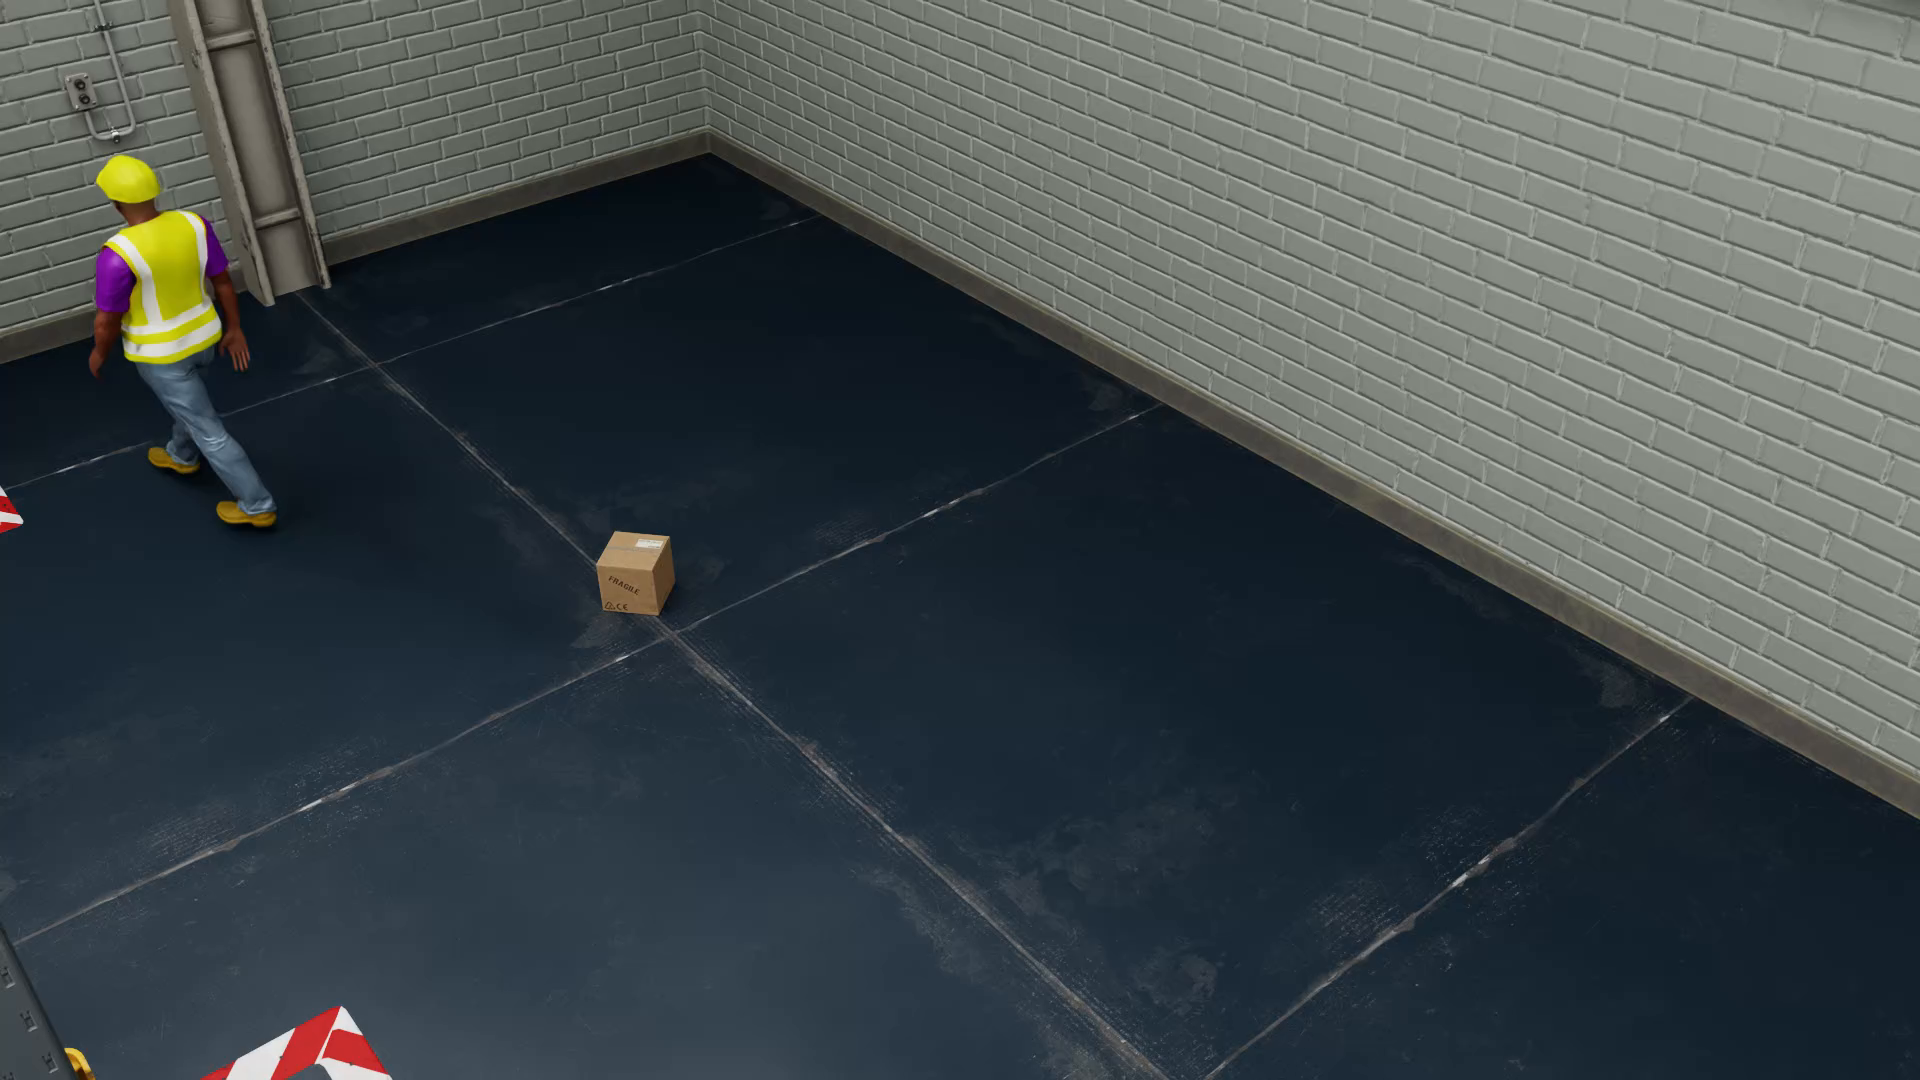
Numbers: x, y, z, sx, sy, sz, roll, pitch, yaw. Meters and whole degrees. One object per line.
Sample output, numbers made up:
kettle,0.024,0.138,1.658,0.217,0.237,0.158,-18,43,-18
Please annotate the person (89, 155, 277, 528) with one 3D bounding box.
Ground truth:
person,-3.564,-0.905,7.355,0.973,1.716,0.571,15,38,20
